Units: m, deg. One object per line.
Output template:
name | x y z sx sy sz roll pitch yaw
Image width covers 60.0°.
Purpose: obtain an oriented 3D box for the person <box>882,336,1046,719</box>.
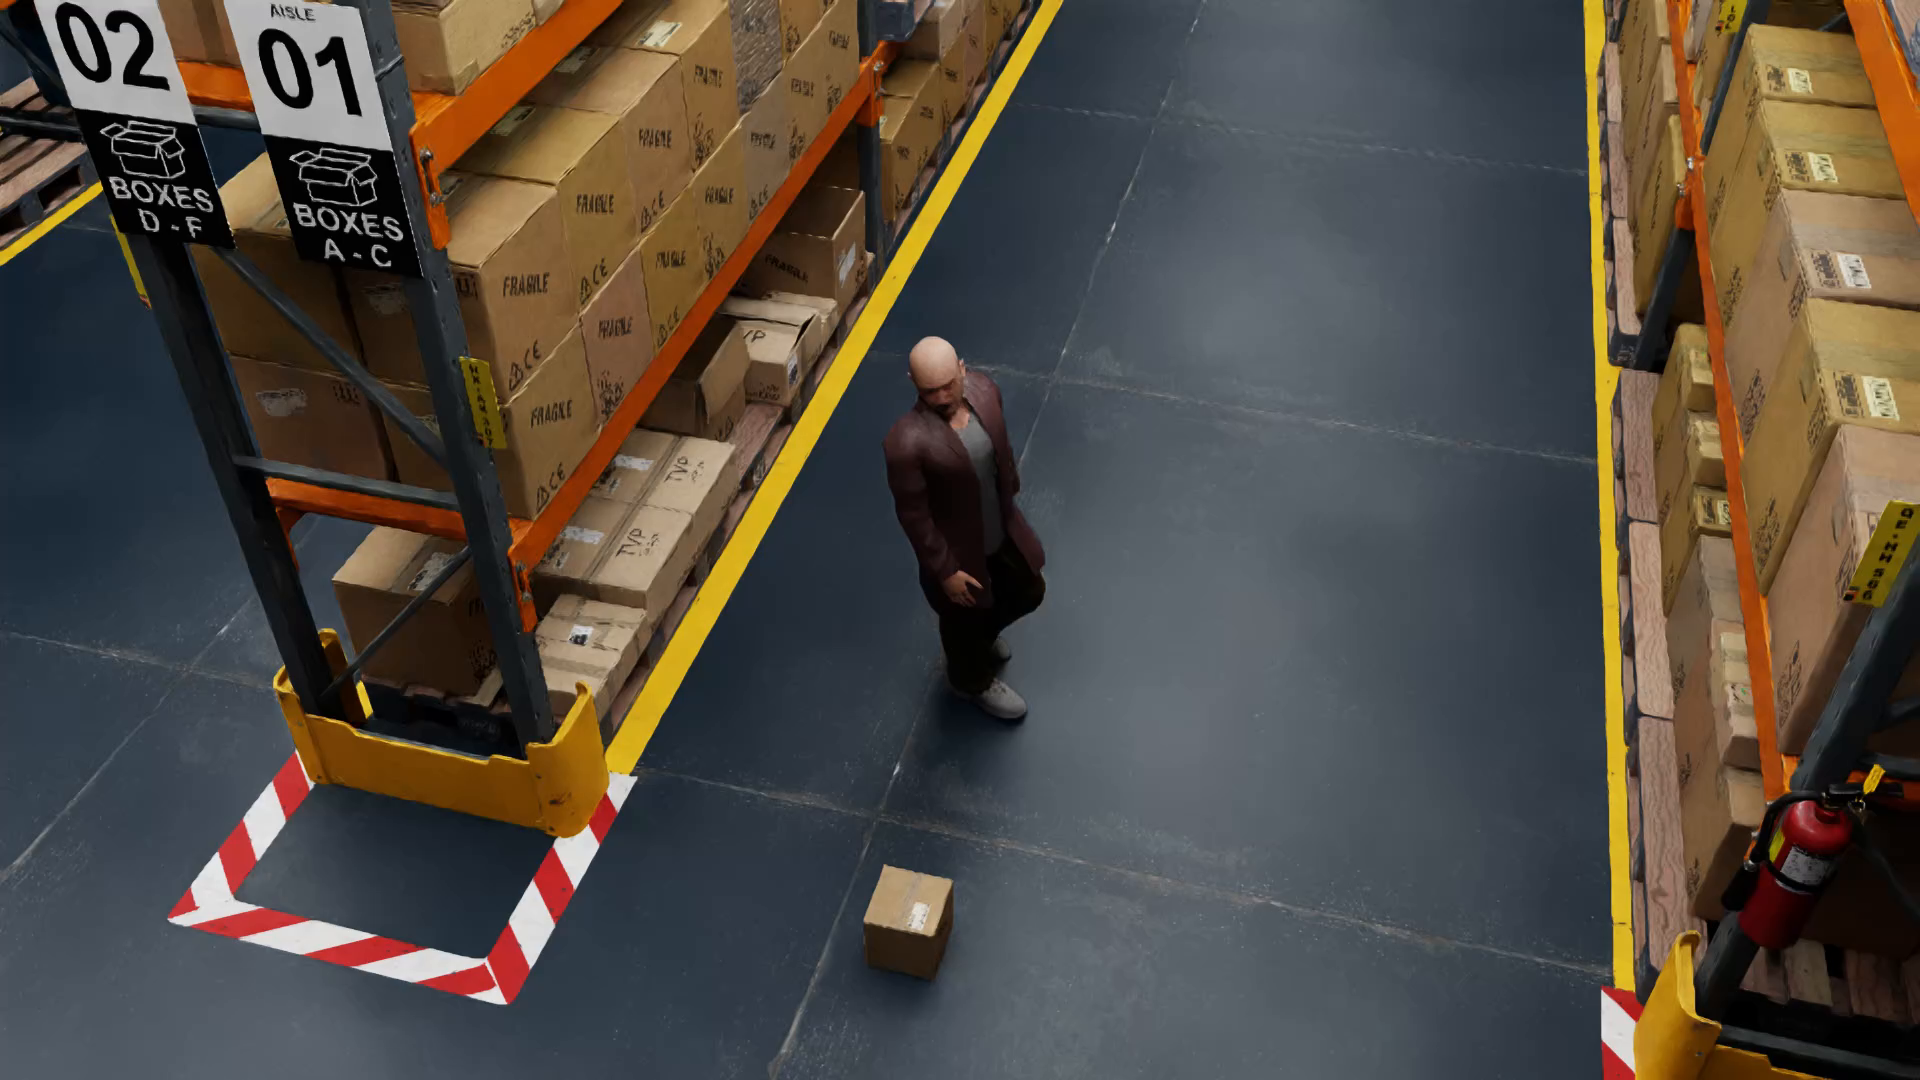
person | 0.026 -0.018 6.190 0.511 1.776 0.643 31 49 31
